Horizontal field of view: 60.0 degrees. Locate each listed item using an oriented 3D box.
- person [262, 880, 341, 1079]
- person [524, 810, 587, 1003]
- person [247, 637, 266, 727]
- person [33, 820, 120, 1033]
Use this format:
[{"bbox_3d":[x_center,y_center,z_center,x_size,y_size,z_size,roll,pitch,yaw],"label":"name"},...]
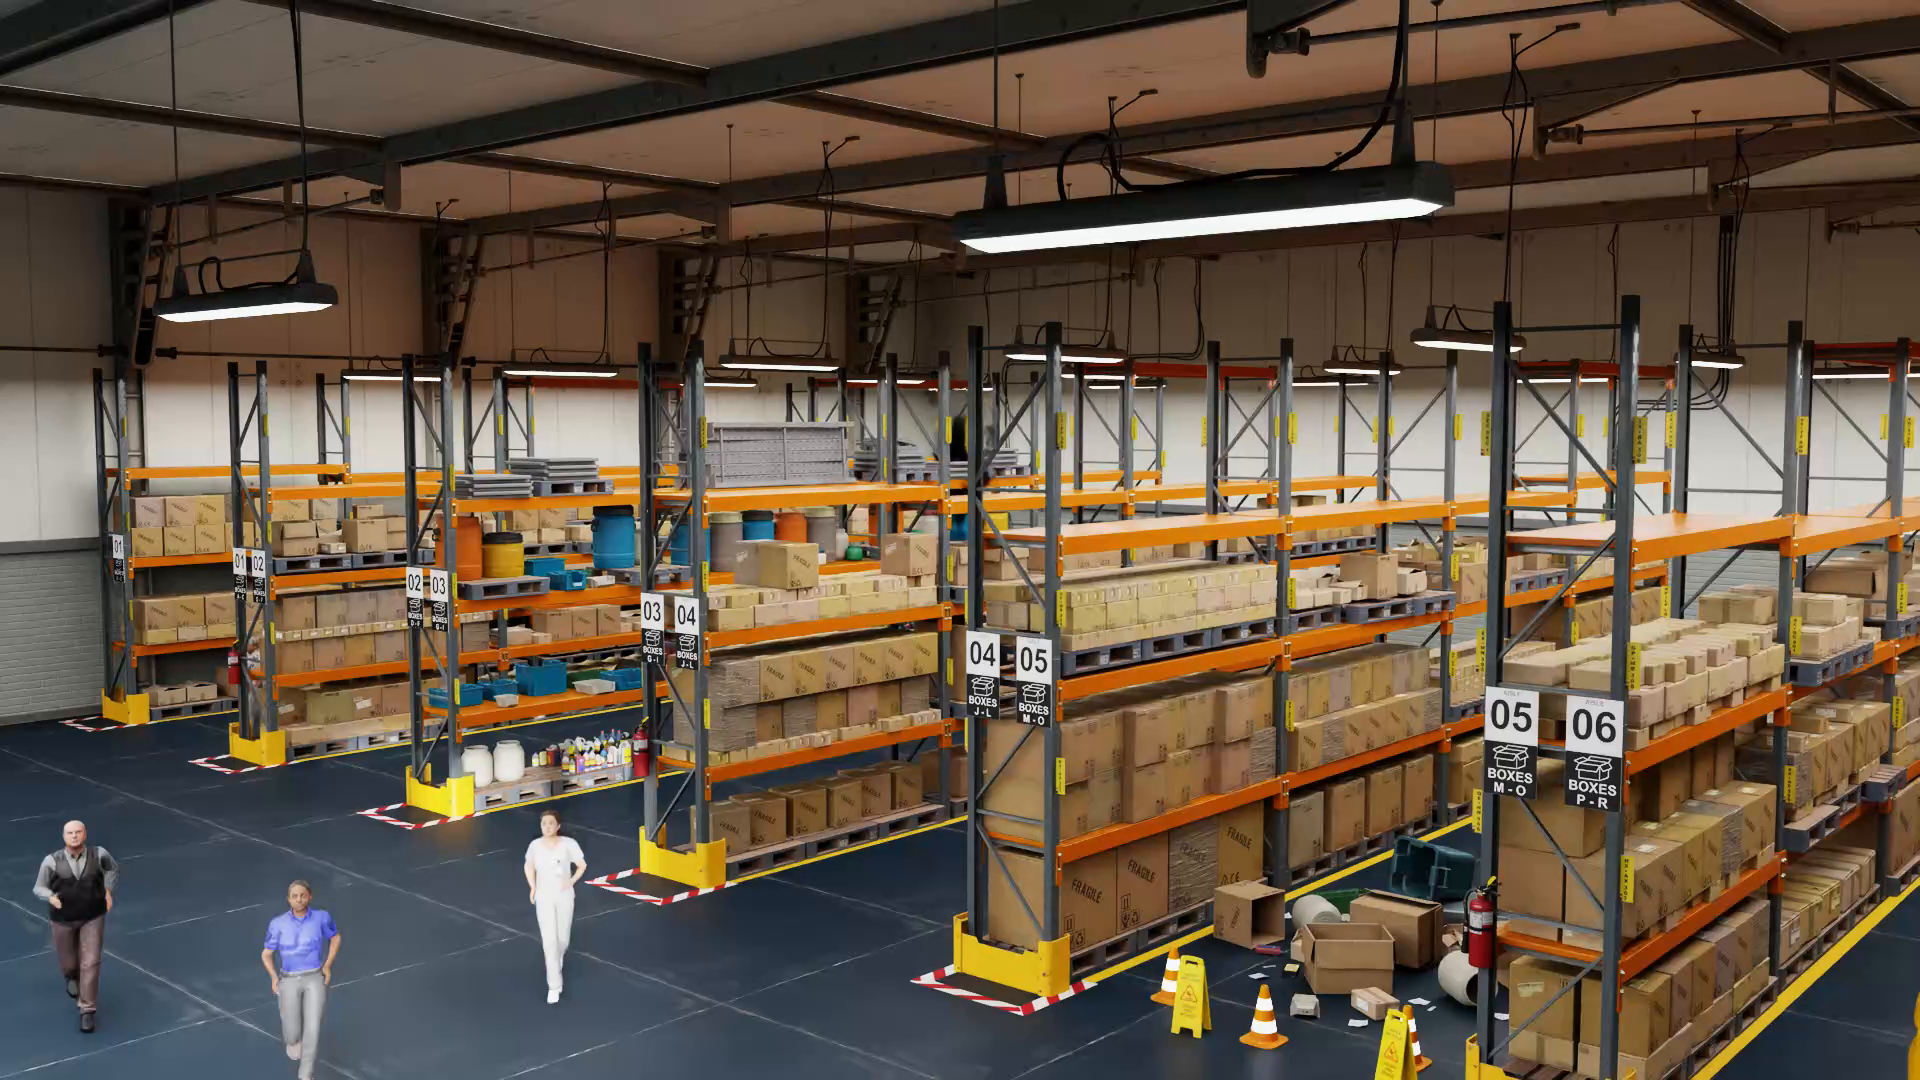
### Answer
[{"bbox_3d":[-5.075,3.424,12.845,0.577,1.636,0.711,-2,5,-23],"label":"person"},{"bbox_3d":[-3.648,3.244,14.995,0.563,1.665,0.793,-1,4,-8],"label":"person"},{"bbox_3d":[-11.349,2.380,26.751,0.607,1.659,0.849,2,5,30],"label":"person"},{"bbox_3d":[-7.552,3.254,14.251,0.661,1.718,0.935,-2,5,-29],"label":"person"}]
